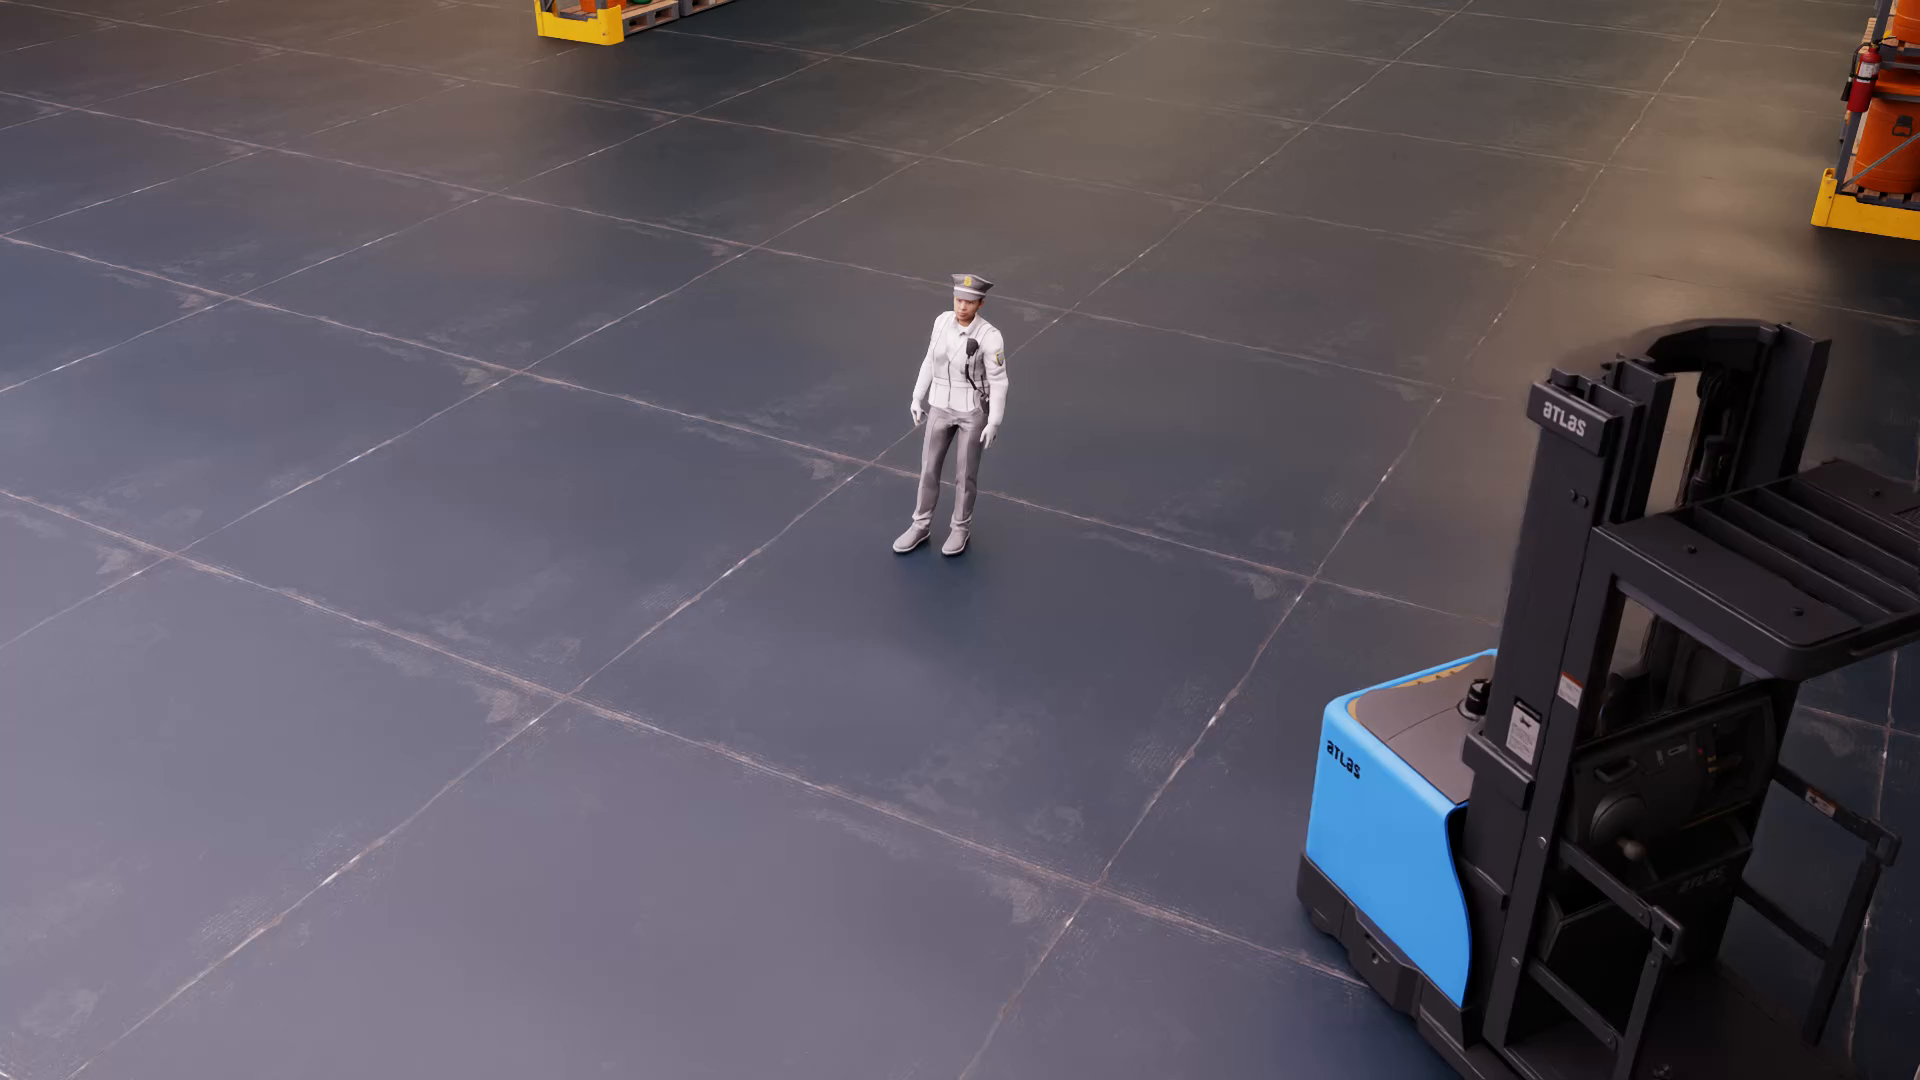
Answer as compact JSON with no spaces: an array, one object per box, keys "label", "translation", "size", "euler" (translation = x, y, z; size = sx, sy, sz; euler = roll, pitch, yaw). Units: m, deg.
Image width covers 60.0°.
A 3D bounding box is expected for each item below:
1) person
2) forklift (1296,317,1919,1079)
[{"label":"person","translation":[-0.039,-0.712,9.526],"size":[0.587,1.694,0.530],"euler":[15,33,25]},{"label":"forklift","translation":[2.557,0.867,5.568],"size":[1.130,2.935,3.031],"euler":[-14,33,-22]}]
